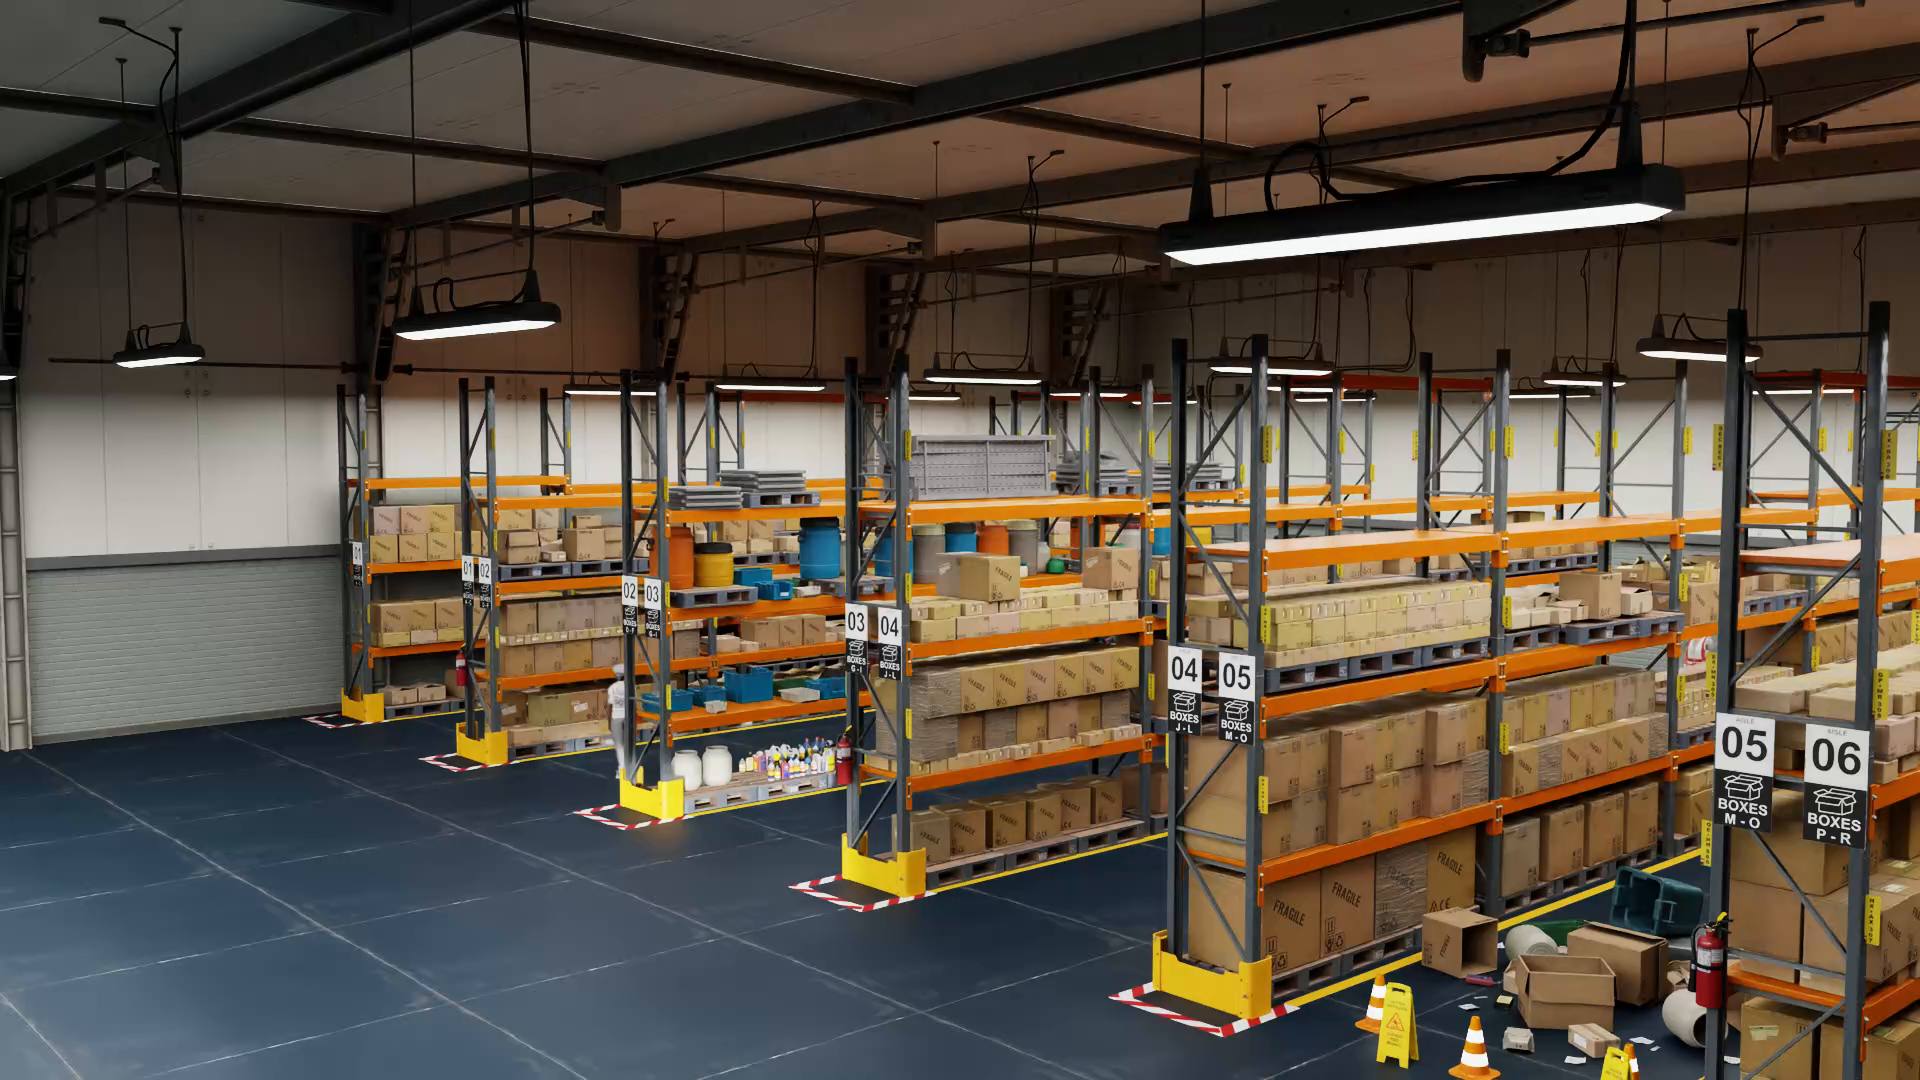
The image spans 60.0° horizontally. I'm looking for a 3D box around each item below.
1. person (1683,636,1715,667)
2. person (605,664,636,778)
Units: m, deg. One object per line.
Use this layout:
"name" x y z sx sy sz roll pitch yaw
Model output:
"person" 13.174 2.329 29.718 0.499 1.802 0.643 -4 5 -43
"person" -5.109 2.695 24.823 0.525 1.702 0.459 4 5 44
